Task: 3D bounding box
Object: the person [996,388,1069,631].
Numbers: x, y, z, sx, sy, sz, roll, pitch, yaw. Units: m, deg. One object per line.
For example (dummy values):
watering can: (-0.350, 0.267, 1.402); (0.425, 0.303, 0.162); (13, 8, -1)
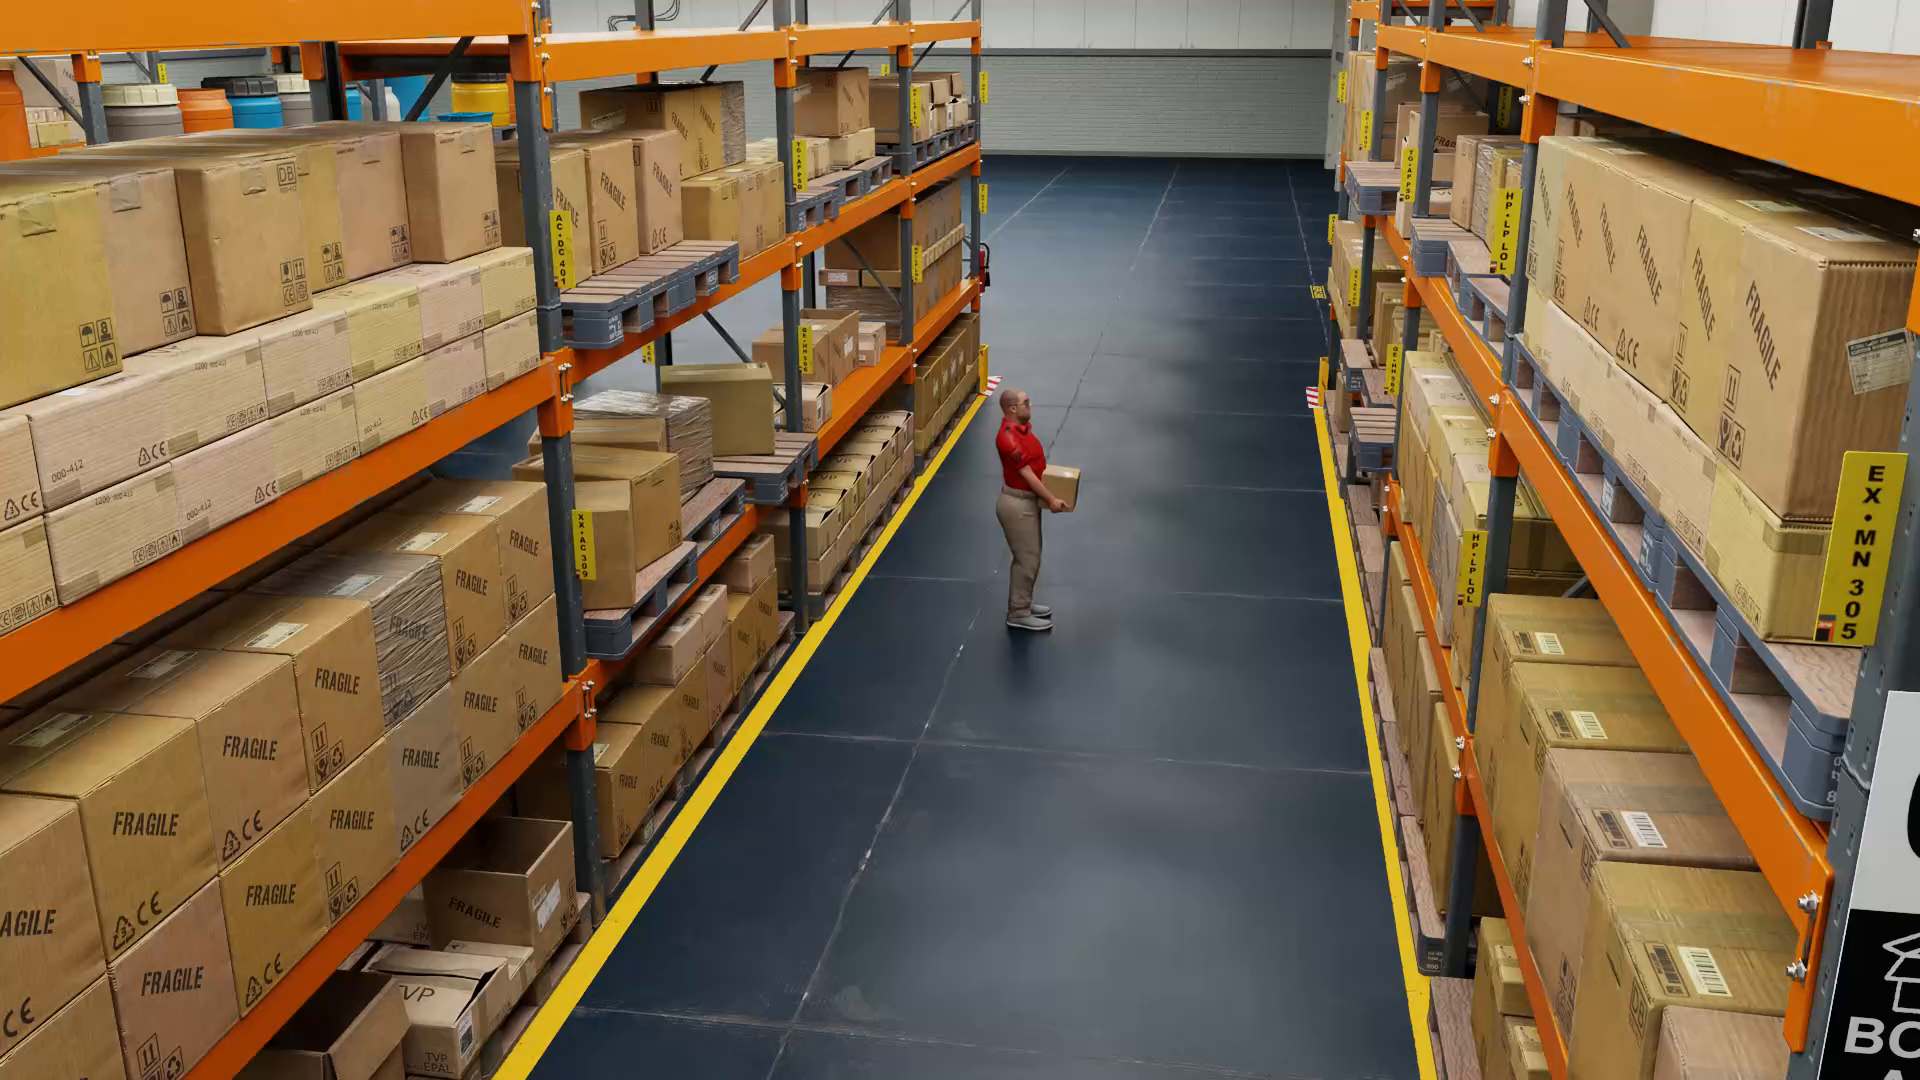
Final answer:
person: (0.529, -0.229, 11.814); (0.530, 1.712, 0.493); (3, 18, 9)
